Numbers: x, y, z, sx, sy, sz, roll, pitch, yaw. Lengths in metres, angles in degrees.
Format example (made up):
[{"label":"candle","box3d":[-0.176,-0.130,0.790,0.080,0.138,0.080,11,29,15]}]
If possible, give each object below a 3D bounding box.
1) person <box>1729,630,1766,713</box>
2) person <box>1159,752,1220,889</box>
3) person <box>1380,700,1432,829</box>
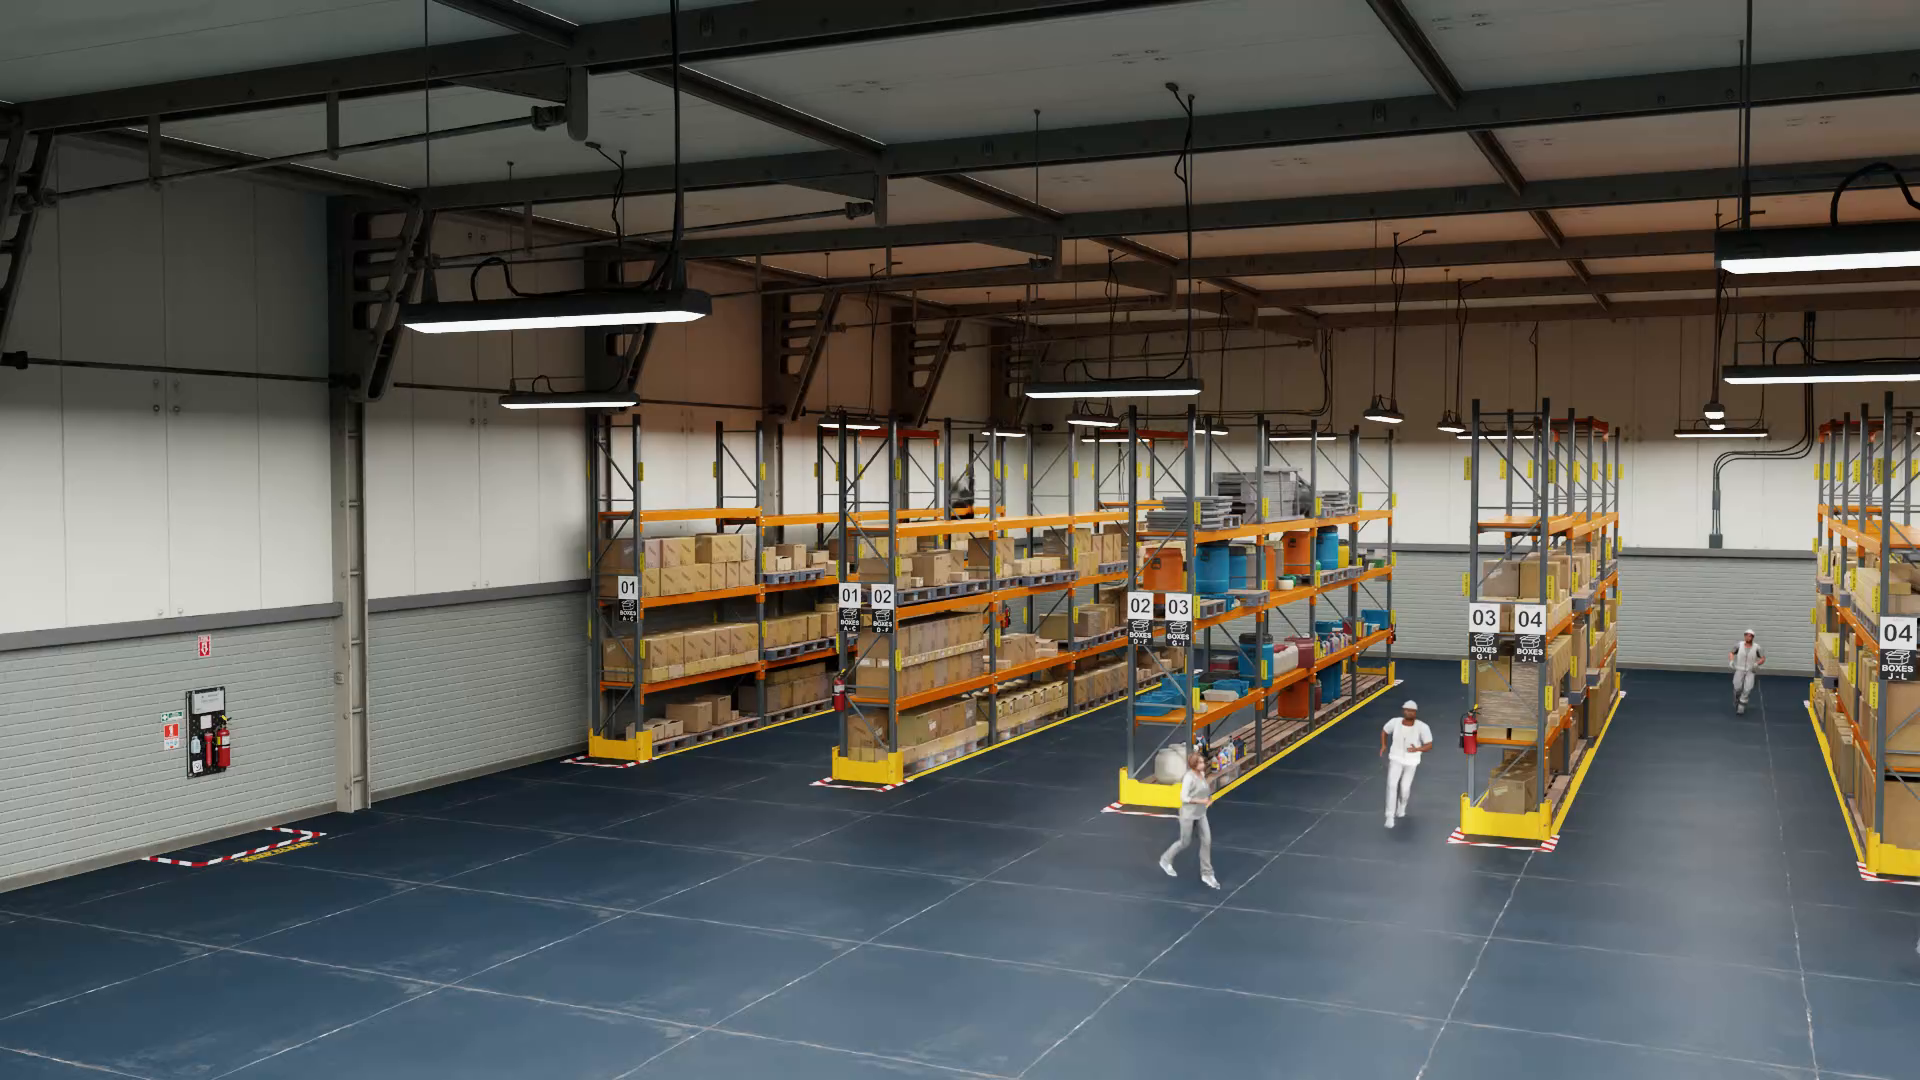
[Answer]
[{"label":"person","box3d":[16.269,2.718,34.390,0.690,1.735,0.538,1,3,29]},{"label":"person","box3d":[2.788,3.369,20.172,0.508,1.617,0.833,-2,3,-44]},{"label":"person","box3d":[6.312,3.145,23.562,0.725,1.759,0.950,1,2,19]}]
